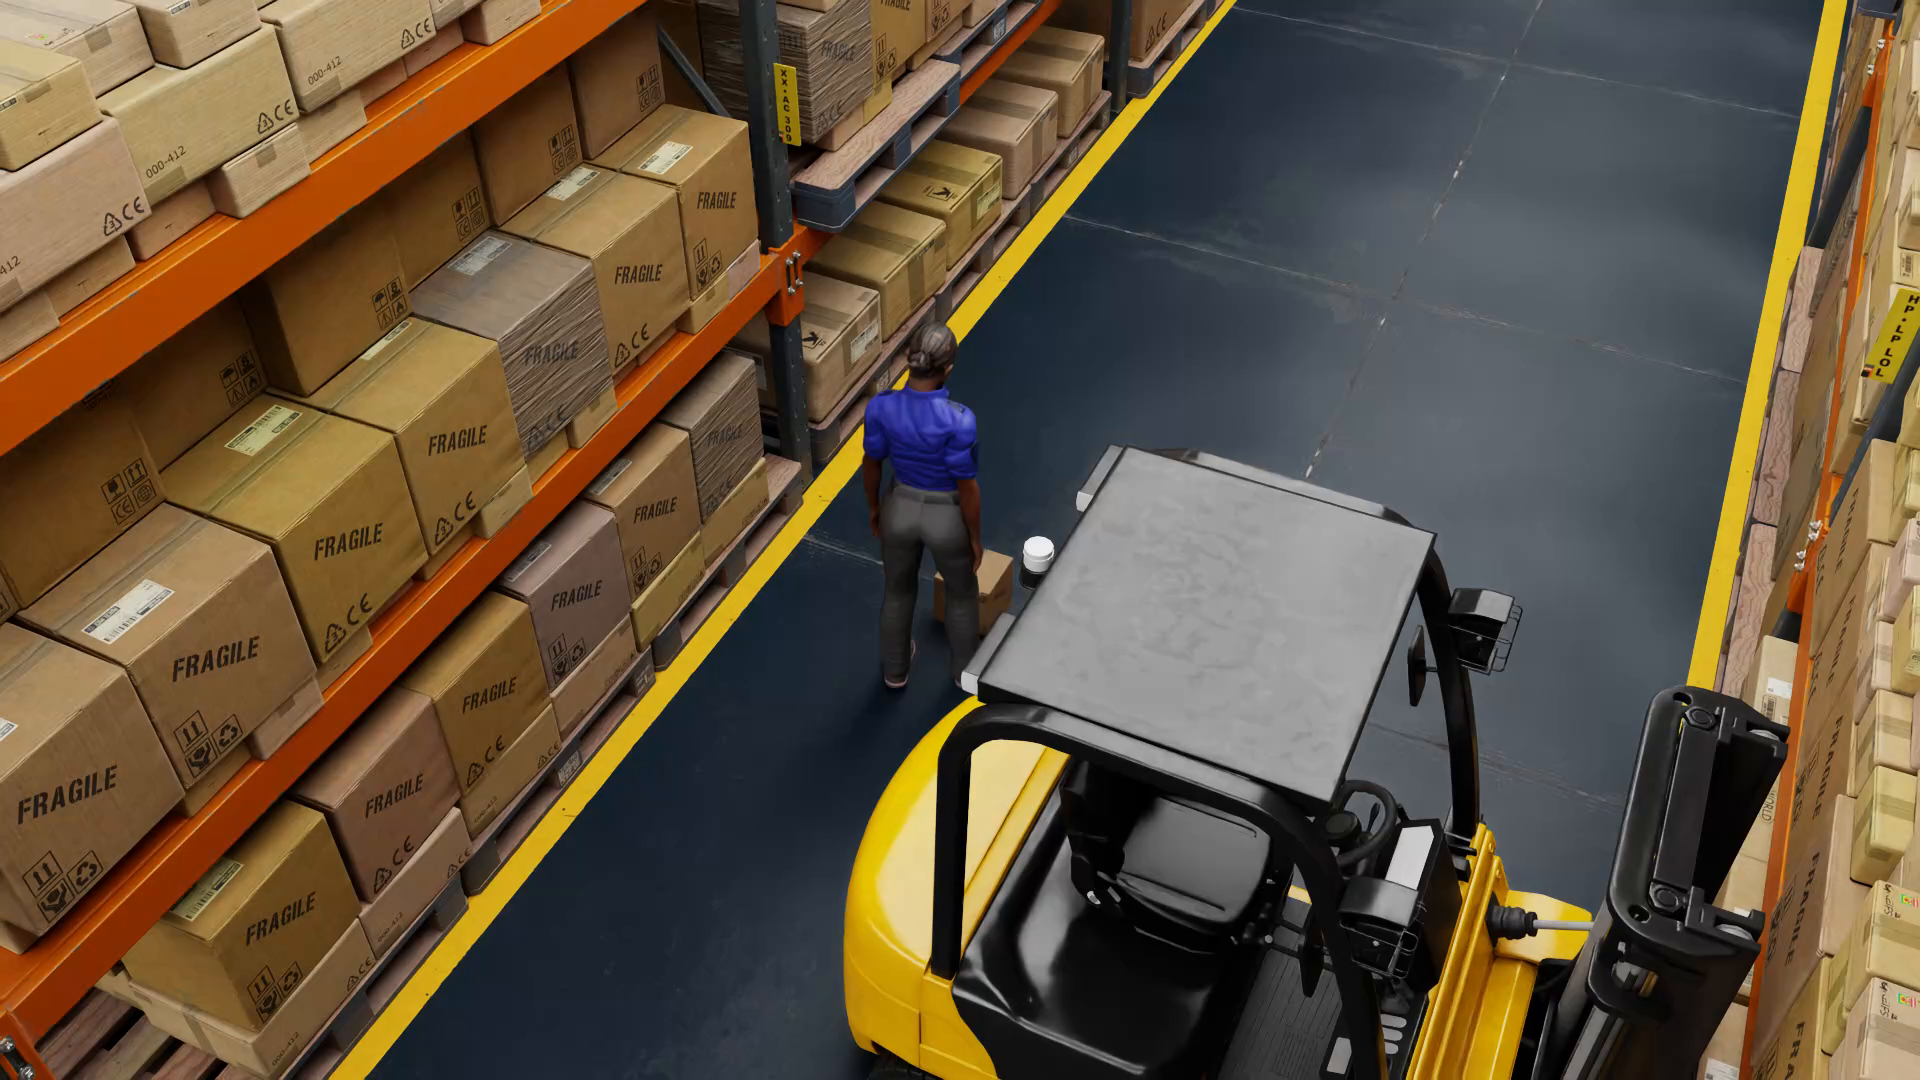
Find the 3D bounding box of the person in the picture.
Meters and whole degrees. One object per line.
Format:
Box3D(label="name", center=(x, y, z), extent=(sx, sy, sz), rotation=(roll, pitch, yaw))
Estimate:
Box3D(label="person", center=(-0.118, -0.088, 6.250), extent=(0.480, 1.639, 0.368), rotation=(12, 44, 13))
